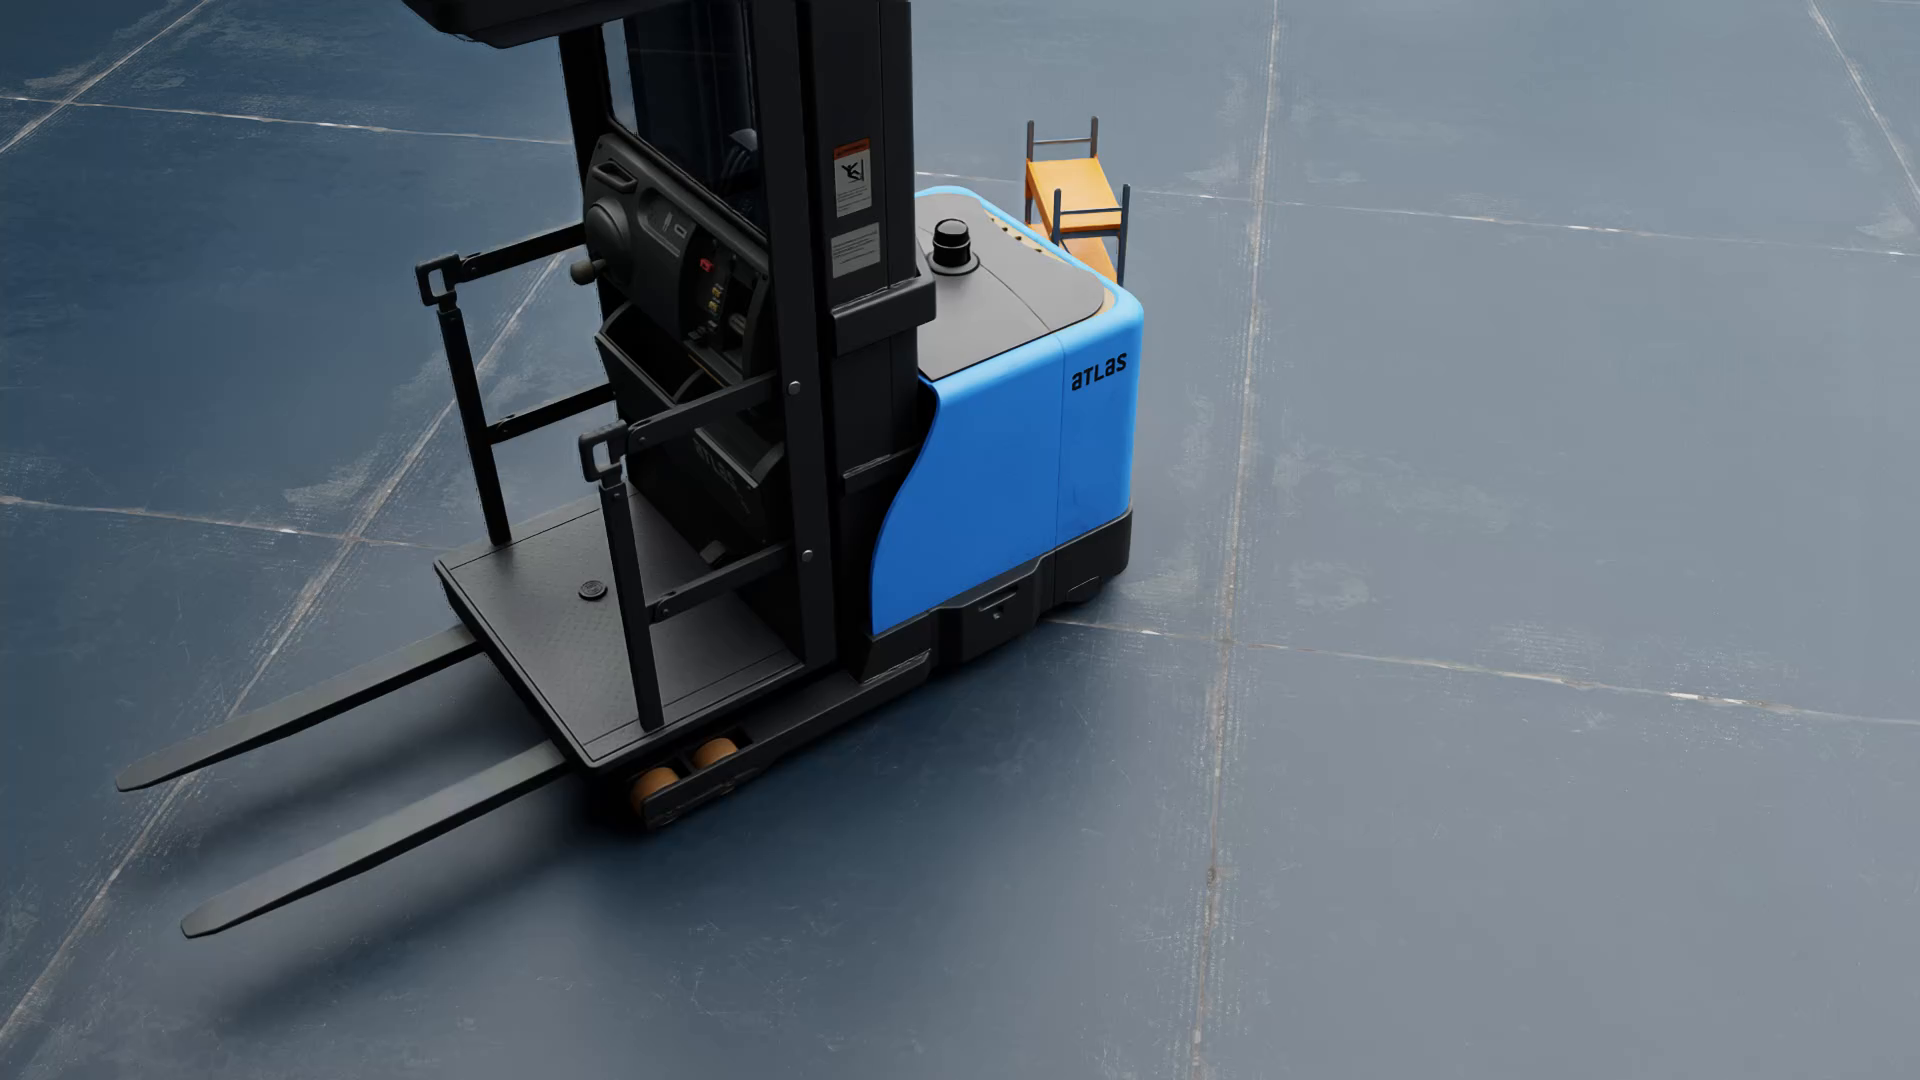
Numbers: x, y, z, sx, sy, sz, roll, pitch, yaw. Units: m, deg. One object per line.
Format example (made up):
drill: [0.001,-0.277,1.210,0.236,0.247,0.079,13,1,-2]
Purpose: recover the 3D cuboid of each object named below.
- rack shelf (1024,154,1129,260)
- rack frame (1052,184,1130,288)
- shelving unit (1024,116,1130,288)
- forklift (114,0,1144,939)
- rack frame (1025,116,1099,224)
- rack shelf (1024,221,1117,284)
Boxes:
rack shelf: [0.380,-1.098,5.520,0.258,0.148,0.480,-5,40,-6]
rack frame: [0.414,-0.641,5.584,0.240,1.200,0.015,-5,40,-6]
shelving unit: [0.380,-0.795,5.770,0.258,1.200,0.503,-5,40,-6]
forklift: [-0.925,-0.697,4.293,3.031,2.935,1.130,-25,46,-27]
rack frame: [0.345,-0.949,5.956,0.240,1.200,0.015,-5,40,-6]
rack shelf: [0.380,-0.916,5.670,0.258,0.148,0.480,-5,40,-6]
